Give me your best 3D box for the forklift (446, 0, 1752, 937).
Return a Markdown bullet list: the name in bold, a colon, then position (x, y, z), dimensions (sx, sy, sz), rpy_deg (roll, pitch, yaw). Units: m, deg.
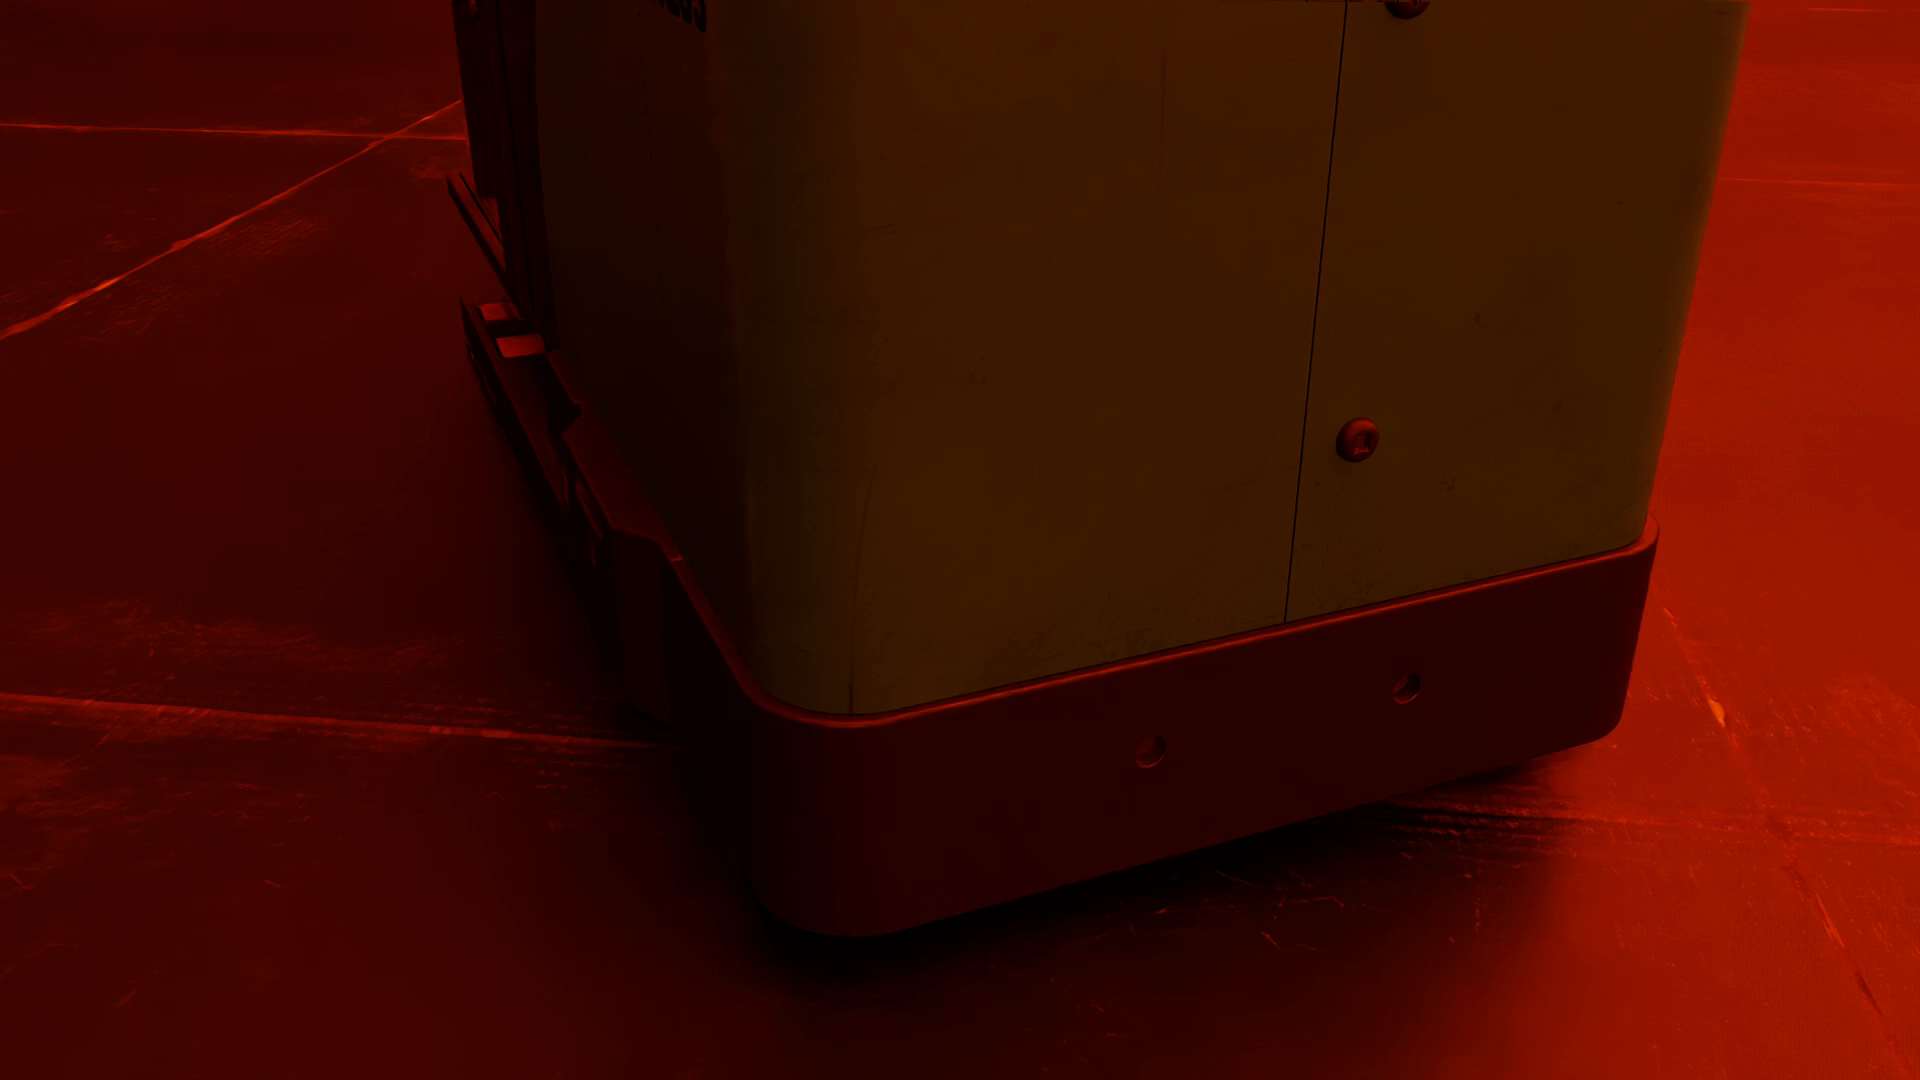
- **forklift**: position (-0.263, -1.568, 2.360), dimensions (1.130, 2.935, 3.031), rpy_deg (-11, 28, -20)
